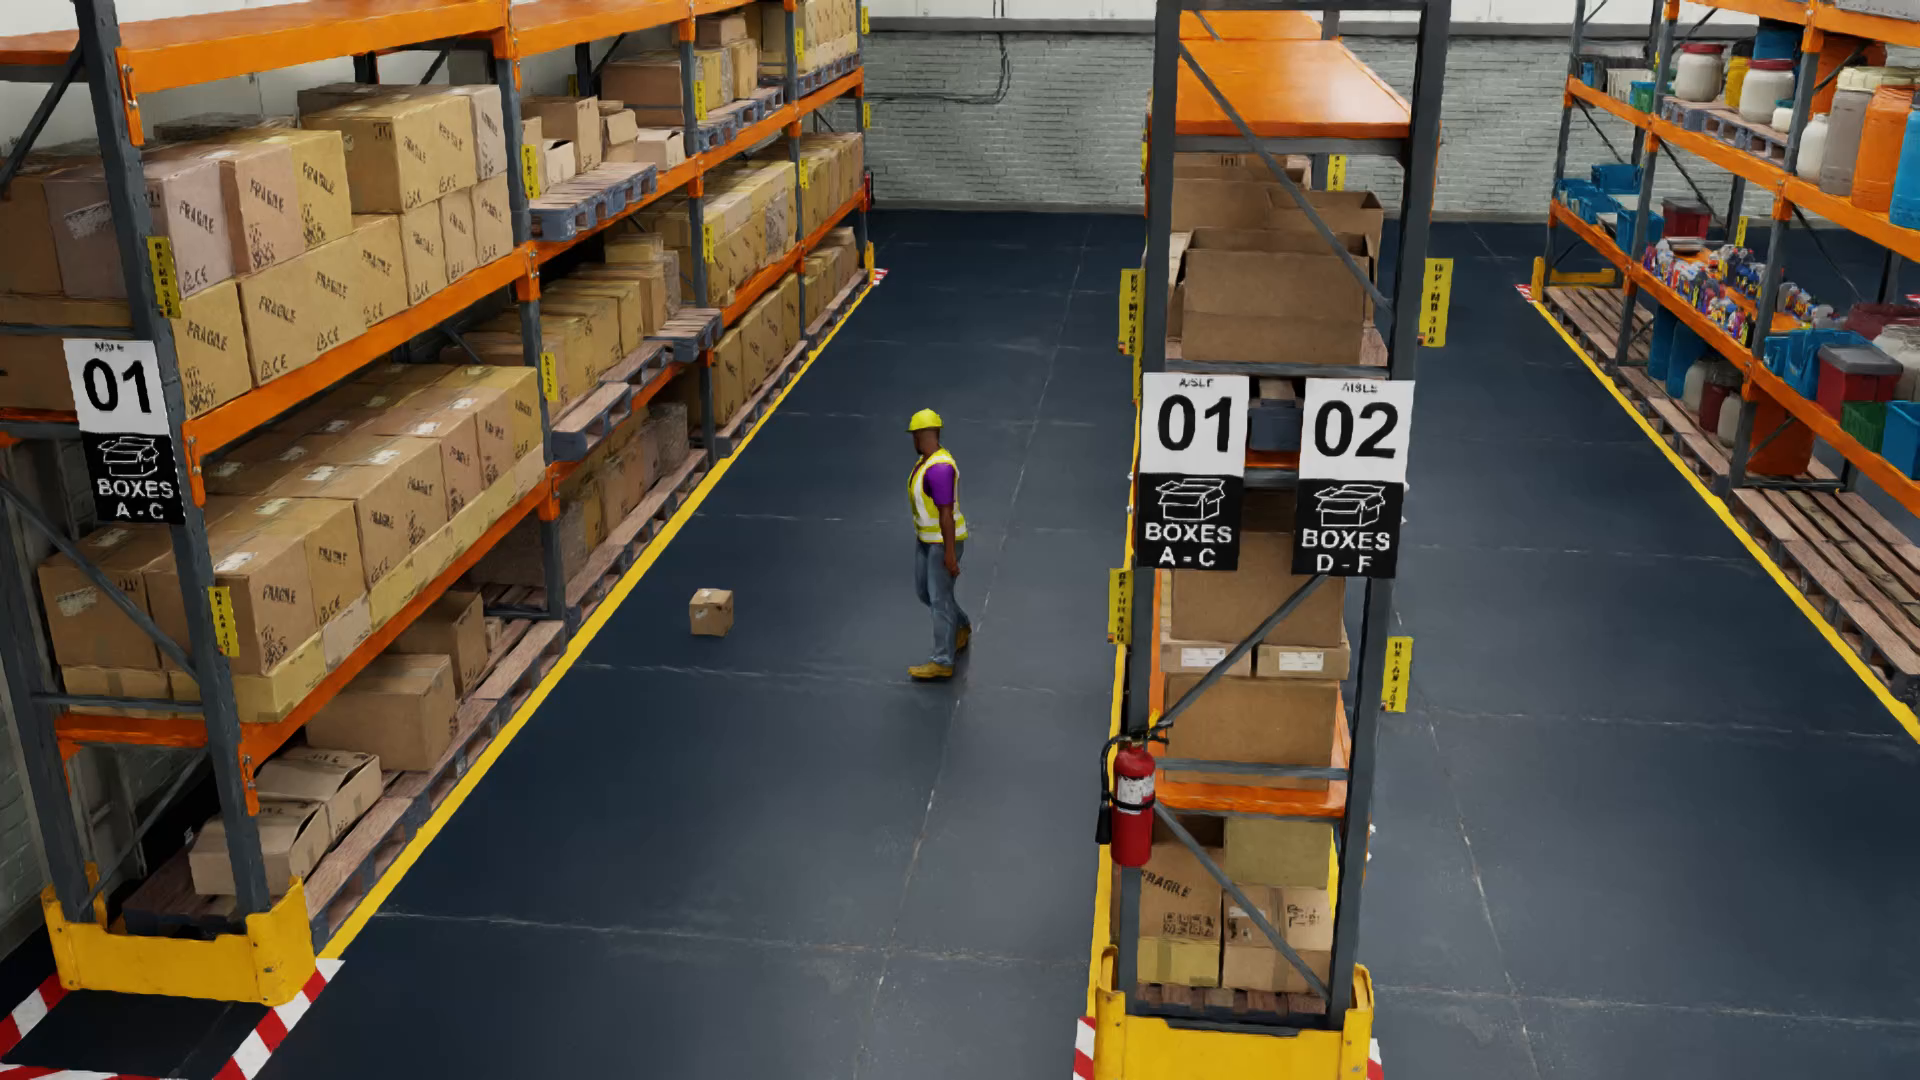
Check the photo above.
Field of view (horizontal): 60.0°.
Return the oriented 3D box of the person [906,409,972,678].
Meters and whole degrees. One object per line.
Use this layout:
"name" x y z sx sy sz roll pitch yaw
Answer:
"person" -0.144 0.000 11.076 0.623 1.723 0.687 -8 23 -21
